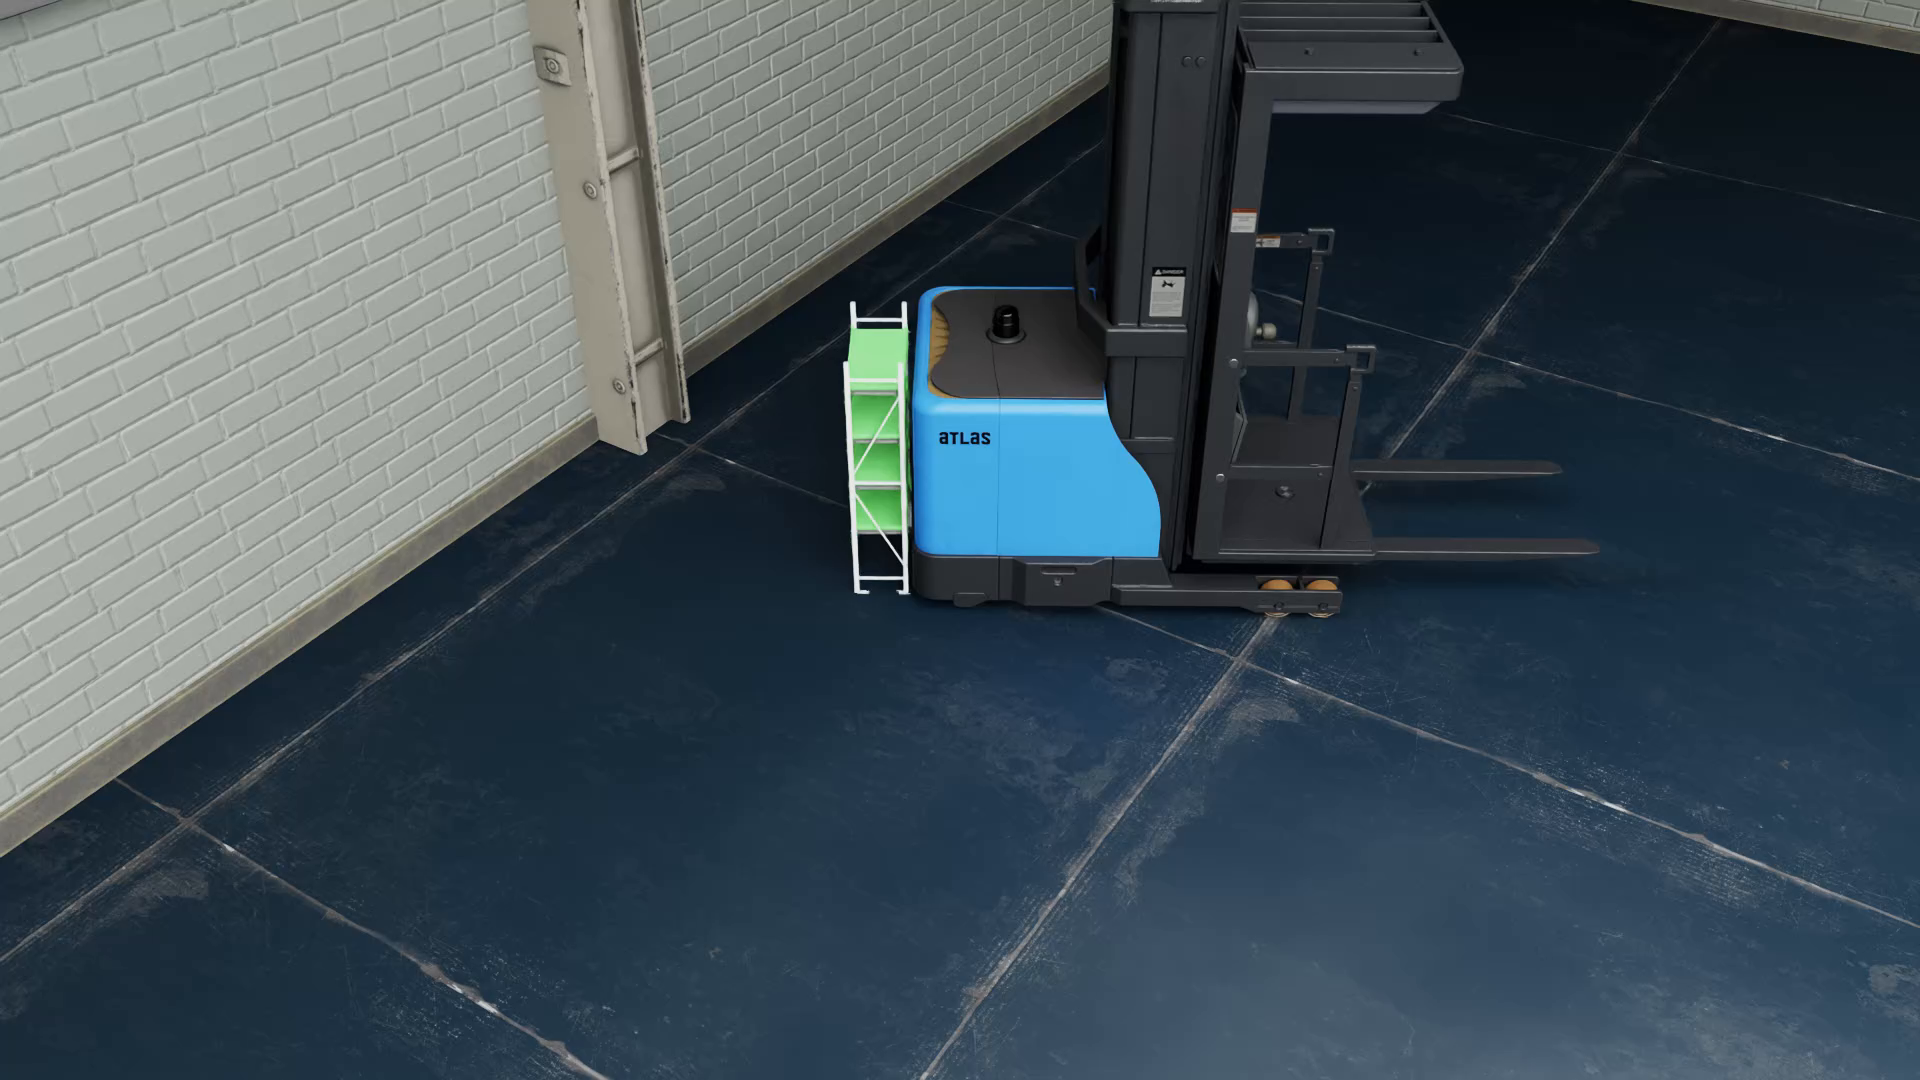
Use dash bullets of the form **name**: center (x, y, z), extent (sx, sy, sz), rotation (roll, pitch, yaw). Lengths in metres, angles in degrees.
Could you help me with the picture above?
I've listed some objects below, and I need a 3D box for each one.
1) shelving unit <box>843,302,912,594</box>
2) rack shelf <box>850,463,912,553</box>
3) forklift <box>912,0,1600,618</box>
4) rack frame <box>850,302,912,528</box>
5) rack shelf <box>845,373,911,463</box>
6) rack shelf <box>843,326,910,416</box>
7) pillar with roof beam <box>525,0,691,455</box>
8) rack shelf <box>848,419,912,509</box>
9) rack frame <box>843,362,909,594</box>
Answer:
- **shelving unit**: center (-0.349, -0.389, 7.272), extent (0.258, 1.200, 0.503), rotation (0, 38, 0)
- **rack shelf**: center (-0.349, -0.149, 7.458), extent (0.258, 0.148, 0.480), rotation (0, 38, 0)
- **forklift**: center (1.312, -1.149, 6.840), extent (3.031, 2.935, 1.130), rotation (0, 38, 1)
- **rack frame**: center (-0.348, -0.538, 7.465), extent (0.240, 1.200, 0.015), rotation (0, 38, 0)
- **rack shelf**: center (-0.349, -0.529, 7.165), extent (0.258, 0.148, 0.480), rotation (0, 38, 0)
- **rack shelf**: center (-0.349, -0.719, 7.018), extent (0.258, 0.148, 0.480), rotation (0, 38, 0)
- **pillar with roof beam**: center (2.018, -2.729, 3.919), extent (9.100, 9.000, 0.400), rotation (21, 42, 25)
- **rack shelf**: center (-0.349, -0.339, 7.311), extent (0.258, 0.148, 0.480), rotation (0, 38, 0)
- **rack frame**: center (-0.351, -0.240, 7.079), extent (0.240, 1.200, 0.015), rotation (0, 38, 0)
